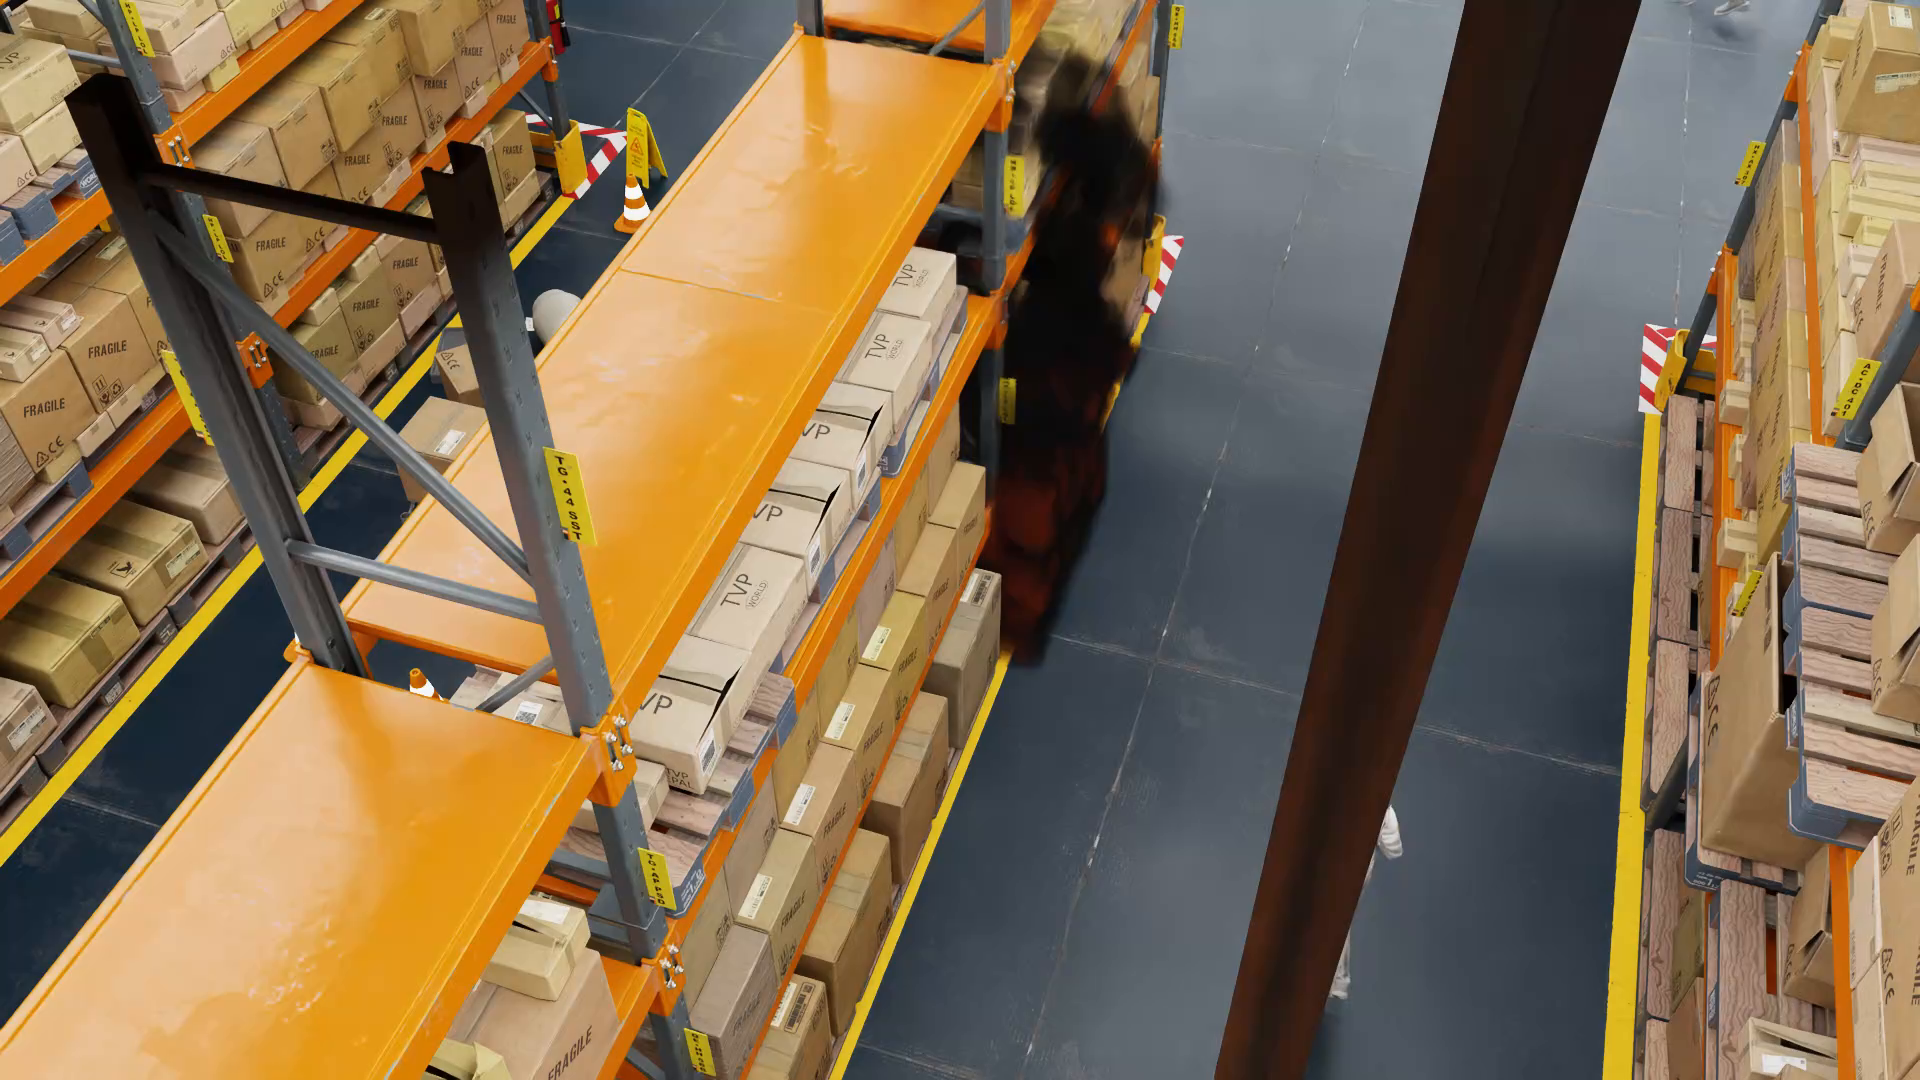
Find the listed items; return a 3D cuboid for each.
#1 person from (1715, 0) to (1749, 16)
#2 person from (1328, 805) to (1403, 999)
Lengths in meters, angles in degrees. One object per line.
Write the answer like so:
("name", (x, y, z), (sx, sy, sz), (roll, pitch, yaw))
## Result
("person", (7.154, -5.791, 15.555), (0.969, 1.742, 0.652), (32, 53, 27))
("person", (1.869, 1.695, 8.328), (0.607, 1.663, 0.769), (4, 46, 4))
